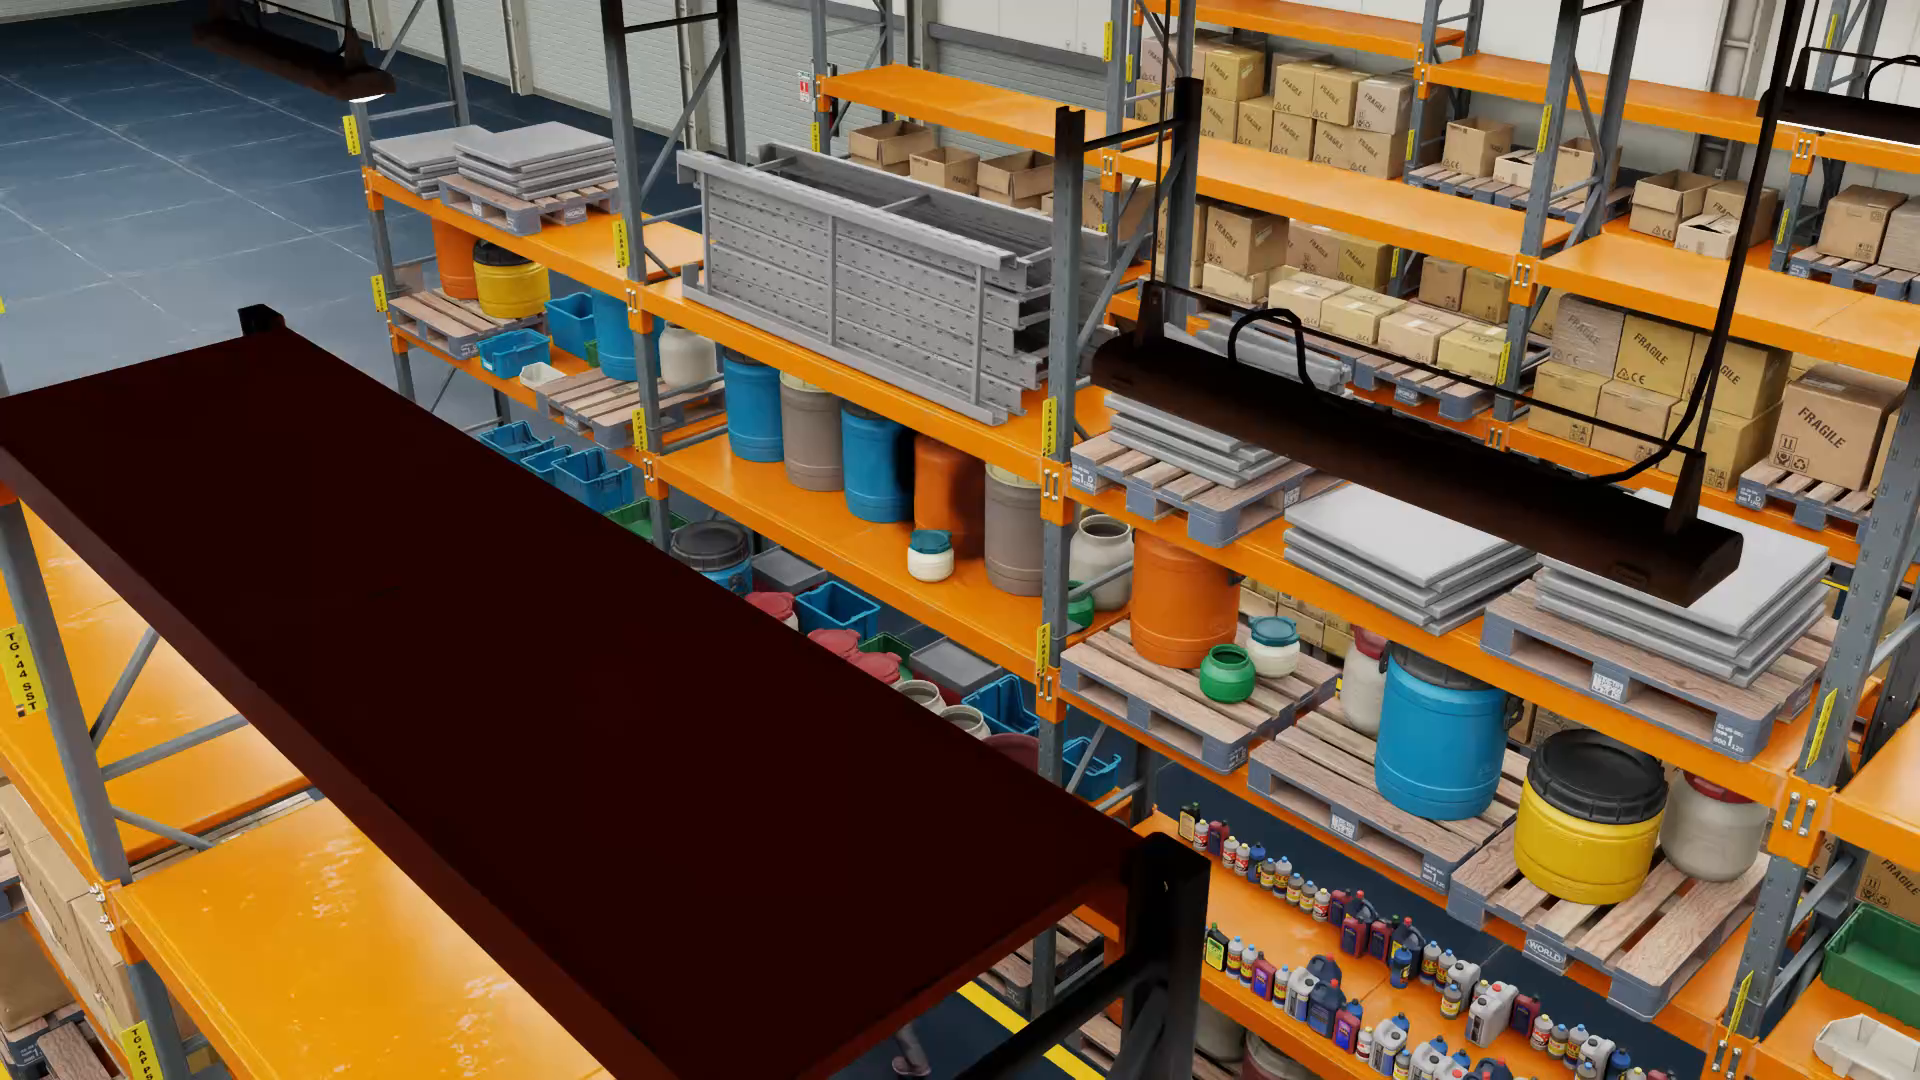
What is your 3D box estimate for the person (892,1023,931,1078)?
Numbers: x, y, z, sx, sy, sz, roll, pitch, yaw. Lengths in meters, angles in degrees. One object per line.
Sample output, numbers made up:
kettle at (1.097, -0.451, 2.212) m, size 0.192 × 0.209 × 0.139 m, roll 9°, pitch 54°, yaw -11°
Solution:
person at (-0.579, 2.606, 10.217) m, size 0.926 × 1.599 × 0.598 m, roll 25°, pitch 37°, yaw 38°
